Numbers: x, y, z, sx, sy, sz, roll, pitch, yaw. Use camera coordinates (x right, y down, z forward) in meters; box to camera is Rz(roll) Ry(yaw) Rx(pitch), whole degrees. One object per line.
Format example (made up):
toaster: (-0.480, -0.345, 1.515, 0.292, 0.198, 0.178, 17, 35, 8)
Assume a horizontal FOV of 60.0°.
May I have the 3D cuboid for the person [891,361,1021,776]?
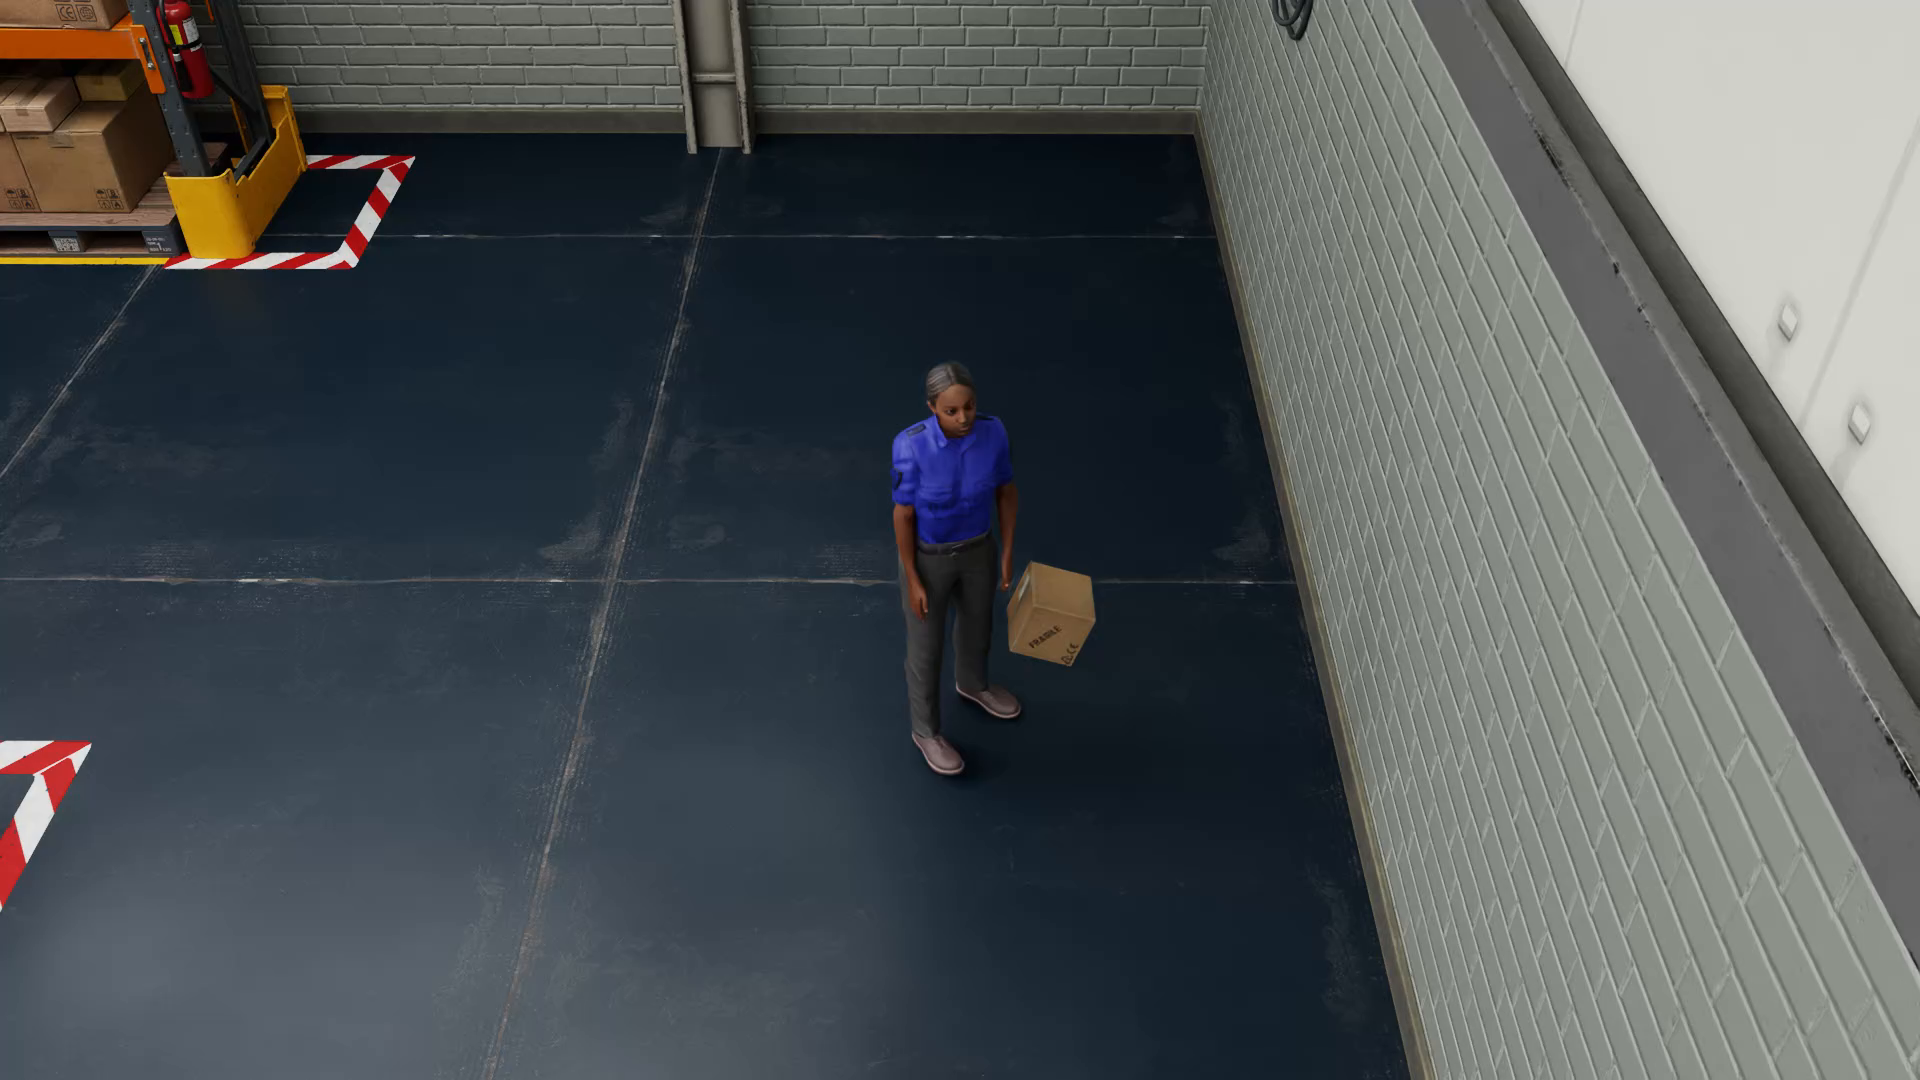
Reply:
person: (0.021, 0.108, 5.999, 0.496, 1.663, 0.474, -15, 42, -17)
